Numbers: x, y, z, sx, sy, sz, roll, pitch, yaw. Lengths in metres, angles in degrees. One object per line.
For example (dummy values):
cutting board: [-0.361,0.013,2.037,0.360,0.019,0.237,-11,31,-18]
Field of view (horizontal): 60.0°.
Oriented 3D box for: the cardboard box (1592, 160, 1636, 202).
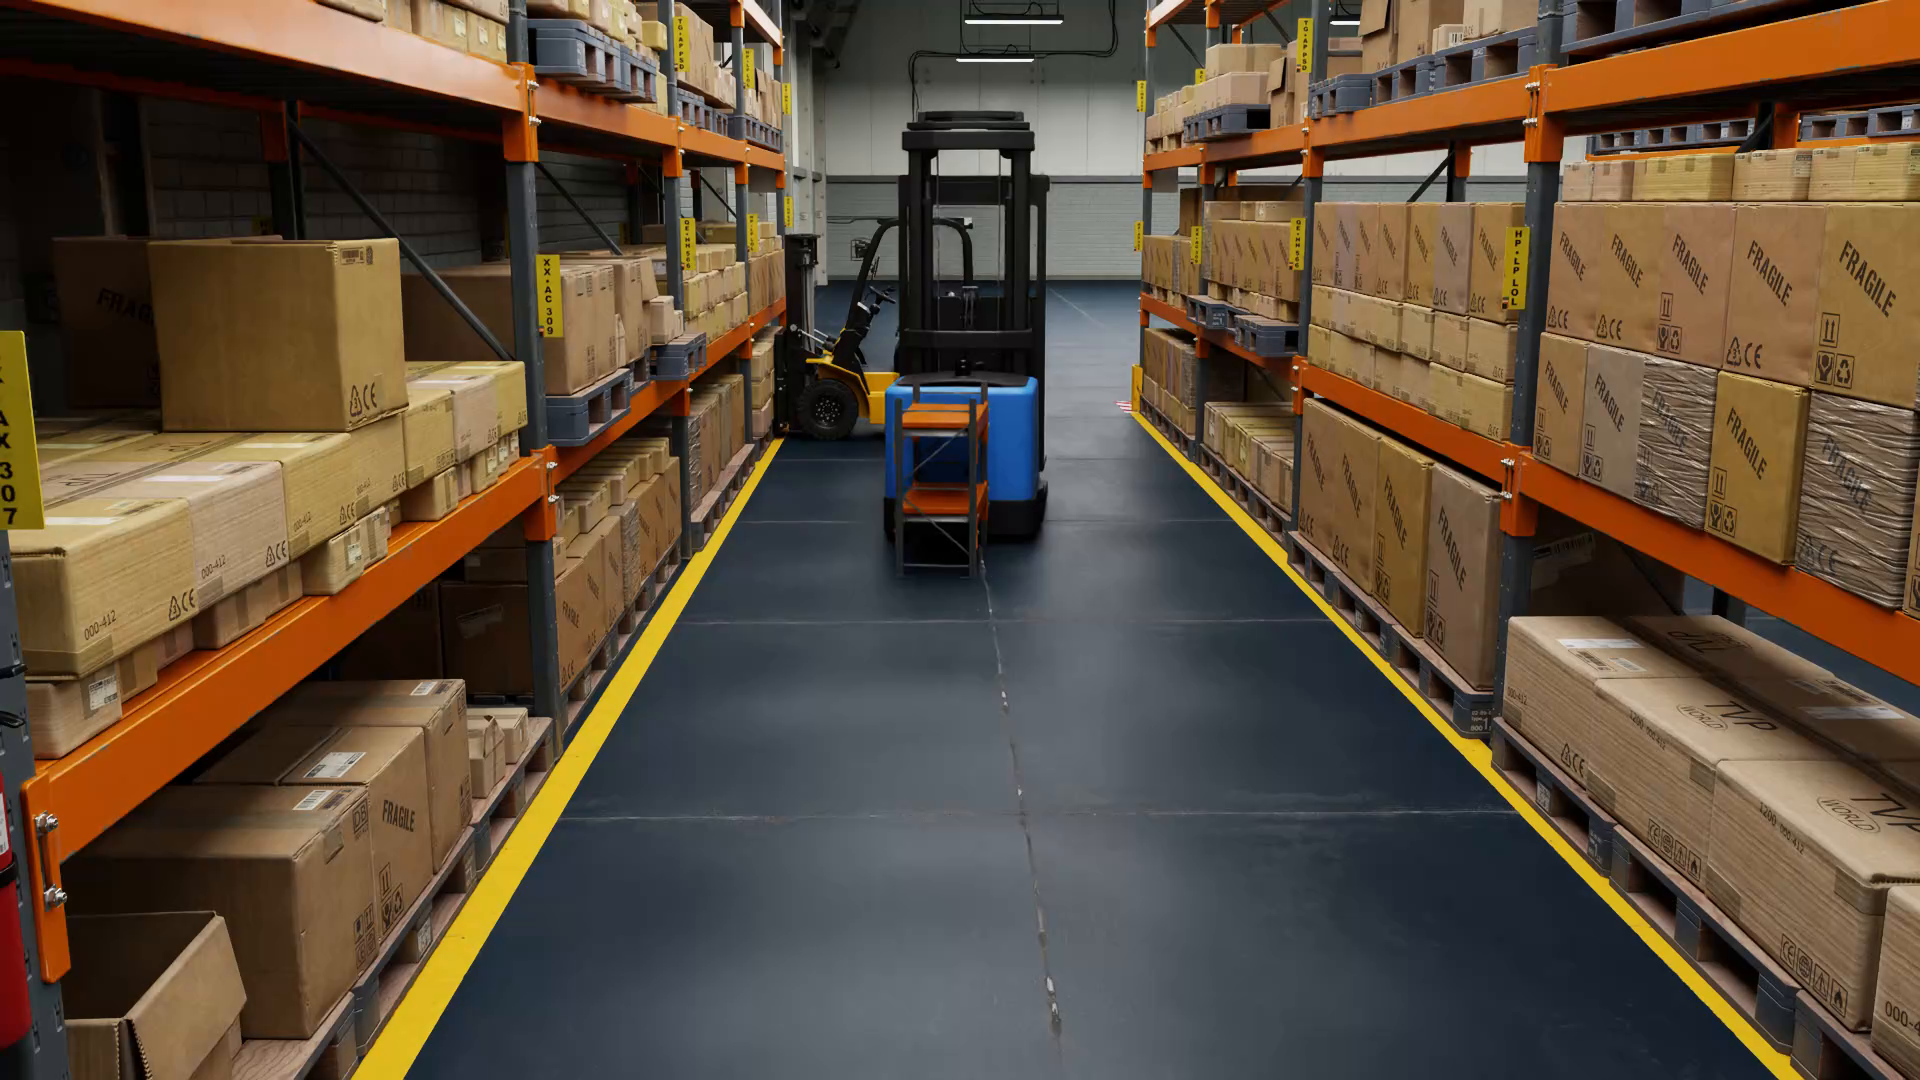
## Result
cardboard box: [2.547,-1.309,6.069,0.380,0.149,0.250,0,11,0]

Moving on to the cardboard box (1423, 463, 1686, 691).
cardboard box: [2.685,0.146,7.583,0.875,0.875,0.875,0,11,1]

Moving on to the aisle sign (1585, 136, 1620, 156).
aisle sign: [7.176,-4.279,18.570,0.394,0.787,0.004,0,11,-1]

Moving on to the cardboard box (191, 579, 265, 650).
cardboard box: [-1.870,0.153,3.891,0.380,0.149,0.250,0,11,1]

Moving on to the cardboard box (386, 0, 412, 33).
cardboard box: [-1.906,-1.618,5.078,0.380,0.149,0.250,0,11,1]

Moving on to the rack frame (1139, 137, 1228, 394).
rack frame: [2.530,-2.952,18.566,1.000,3.000,0.127,0,11,-1]

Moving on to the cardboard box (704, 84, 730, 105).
cardboard box: [-2.023,-3.520,13.146,0.380,0.149,0.250,0,11,-1]

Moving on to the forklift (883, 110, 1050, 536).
forklift: [0.112,-1.705,12.593,1.130,2.935,3.031,1,12,5]

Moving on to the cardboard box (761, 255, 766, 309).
cardboard box: [-2.137,-2.478,15.979,0.500,0.500,0.500,0,11,-2]

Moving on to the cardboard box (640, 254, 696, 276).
cardboard box: [-2.017,-1.876,11.380,0.380,0.149,0.250,0,11,0]

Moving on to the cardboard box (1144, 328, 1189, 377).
cardboard box: [2.271,-2.012,17.904,0.500,0.500,0.500,-1,11,-3]

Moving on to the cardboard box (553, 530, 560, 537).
cardboard box: [-2.009,0.029,7.473,0.380,0.149,0.250,-1,11,-3]

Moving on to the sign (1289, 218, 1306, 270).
sign: [2.153,-1.886,10.600,0.100,0.325,0.005,0,11,-1]

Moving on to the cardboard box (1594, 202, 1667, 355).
cardboard box: [2.550,-0.910,5.732,0.500,0.500,0.500,0,11,-2]

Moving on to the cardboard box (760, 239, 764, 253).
cardboard box: [-2.091,-2.822,16.040,0.380,0.149,0.250,-1,11,-3]

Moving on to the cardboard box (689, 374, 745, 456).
cardboard box: [-2.328,-1.074,14.226,0.875,0.625,0.625,0,11,1]

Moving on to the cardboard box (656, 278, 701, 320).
cardboard box: [-2.007,-1.601,11.028,0.500,0.250,0.500,0,11,-1]

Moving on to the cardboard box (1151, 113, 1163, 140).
cardboard box: [2.275,-4.293,17.261,0.500,0.250,0.500,0,11,-2]

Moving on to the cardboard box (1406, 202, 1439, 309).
cardboard box: [2.509,-1.397,8.135,0.500,0.500,0.500,0,11,1]

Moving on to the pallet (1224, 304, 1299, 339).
pallet: [2.614,-1.661,12.685,1.003,0.211,1.213,0,11,-1]

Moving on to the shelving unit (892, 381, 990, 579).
shelving unit: [-0.107,-0.414,10.771,0.538,1.125,1.048,1,12,5]

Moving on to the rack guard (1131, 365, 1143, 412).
rack guard: [2.532,-1.712,18.740,1.175,0.500,0.348,0,11,-1]

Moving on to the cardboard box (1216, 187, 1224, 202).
cardboard box: [2.849,-3.132,15.937,0.700,0.500,0.500,0,11,-2]

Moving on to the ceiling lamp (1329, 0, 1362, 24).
ceiling lamp: [8.466,-12.024,33.513,2.000,3.185,0.800,0,11,-1]

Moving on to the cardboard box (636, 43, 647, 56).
cardboard box: [-2.033,-2.812,9.703,0.380,0.149,0.250,-1,11,-2]

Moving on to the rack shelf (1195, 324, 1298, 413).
rack shelf: [2.654,-1.407,12.758,1.077,0.370,4.000,0,11,-1]

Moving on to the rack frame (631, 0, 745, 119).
rack frame: [-2.350,-5.076,13.946,1.000,3.000,0.127,0,11,-1]

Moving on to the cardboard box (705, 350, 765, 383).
cardboard box: [-2.046,-1.582,15.155,0.500,0.250,0.500,0,11,-2]

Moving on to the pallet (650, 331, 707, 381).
pallet: [-2.183,-1.112,9.979,1.213,0.211,1.003,0,11,-1]

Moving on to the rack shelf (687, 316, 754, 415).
rack shelf: [-2.308,-1.386,12.654,1.077,0.370,4.000,0,11,-1]

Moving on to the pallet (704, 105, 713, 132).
pallet: [-2.397,-3.075,12.102,1.003,0.211,1.213,0,11,1]

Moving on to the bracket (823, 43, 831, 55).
bracket: [-3.522,-12.863,43.278,0.076,0.066,4.783,0,11,-1]

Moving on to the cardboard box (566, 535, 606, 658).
cardboard box: [-1.990,0.271,7.911,0.500,0.500,0.500,0,11,-2]

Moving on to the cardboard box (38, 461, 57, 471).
cardboard box: [-2.386,-0.016,3.720,0.500,0.250,0.500,0,11,-1]

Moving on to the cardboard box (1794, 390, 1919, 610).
cardboard box: [2.570,-0.117,4.342,0.500,0.500,0.500,0,11,0]

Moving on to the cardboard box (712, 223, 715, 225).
cardboard box: [-2.636,-3.068,16.508,0.380,0.149,0.250,0,11,-1]

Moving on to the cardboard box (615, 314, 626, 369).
cardboard box: [-1.829,-0.963,8.044,0.396,0.266,0.258,0,11,2]

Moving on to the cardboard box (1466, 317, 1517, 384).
cardboard box: [2.526,-0.825,7.200,0.500,0.250,0.500,0,11,-1]

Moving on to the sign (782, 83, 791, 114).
sign: [-1.890,-4.796,18.081,0.100,0.325,0.005,0,11,-1]

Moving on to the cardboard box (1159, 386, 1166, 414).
cardboard box: [2.297,-1.439,16.967,0.500,0.250,0.500,1,11,3]

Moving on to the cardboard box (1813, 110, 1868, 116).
cardboard box: [7.892,-3.873,14.884,0.380,0.149,0.250,0,11,-2]

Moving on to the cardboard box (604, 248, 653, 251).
cardboard box: [-2.583,-2.178,12.869,0.380,0.149,0.250,0,11,-2]

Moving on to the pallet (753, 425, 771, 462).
pallet: [-2.324,-0.928,15.600,1.003,0.211,1.213,0,11,-1]

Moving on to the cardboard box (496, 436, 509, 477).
cardboard box: [-1.898,-0.308,6.167,0.380,0.149,0.250,0,11,0]

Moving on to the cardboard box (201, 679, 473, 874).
cardboard box: [-2.020,0.770,5.448,0.700,0.500,0.500,-1,11,-3]

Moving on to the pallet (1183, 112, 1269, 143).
pallet: [2.519,-3.412,13.760,1.213,0.211,1.003,0,11,-1]

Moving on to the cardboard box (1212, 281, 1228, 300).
cardboard box: [2.305,-2.079,13.837,0.380,0.149,0.250,0,11,0]

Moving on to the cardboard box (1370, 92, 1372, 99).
cardboard box: [2.854,-2.880,11.005,0.396,0.266,0.258,0,11,-1]

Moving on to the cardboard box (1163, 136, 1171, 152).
cardboard box: [2.243,-3.975,16.695,0.380,0.149,0.250,0,11,-1]

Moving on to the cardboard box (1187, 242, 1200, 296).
cardboard box: [2.355,-2.439,15.037,0.500,0.500,0.500,-1,11,-3]

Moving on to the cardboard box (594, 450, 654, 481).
cardboard box: [-2.006,-0.436,9.761,0.380,0.149,0.250,-1,11,-3]

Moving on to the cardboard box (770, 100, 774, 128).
cardboard box: [-2.106,-4.376,17.071,0.396,0.266,0.258,0,11,-1]

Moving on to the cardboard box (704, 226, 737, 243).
cardboard box: [-2.060,-2.713,14.757,0.380,0.149,0.250,0,11,0]

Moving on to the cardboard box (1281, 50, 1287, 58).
cardboard box: [2.752,-3.890,13.706,0.500,0.250,0.500,0,11,0]

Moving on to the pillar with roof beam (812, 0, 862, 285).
pillar with roof beam: [0.365,-11.710,46.647,9.100,9.000,0.548,0,11,-1]

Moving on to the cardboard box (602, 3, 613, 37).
cardboard box: [-1.816,-2.411,7.680,0.380,0.149,0.250,0,11,-2]
